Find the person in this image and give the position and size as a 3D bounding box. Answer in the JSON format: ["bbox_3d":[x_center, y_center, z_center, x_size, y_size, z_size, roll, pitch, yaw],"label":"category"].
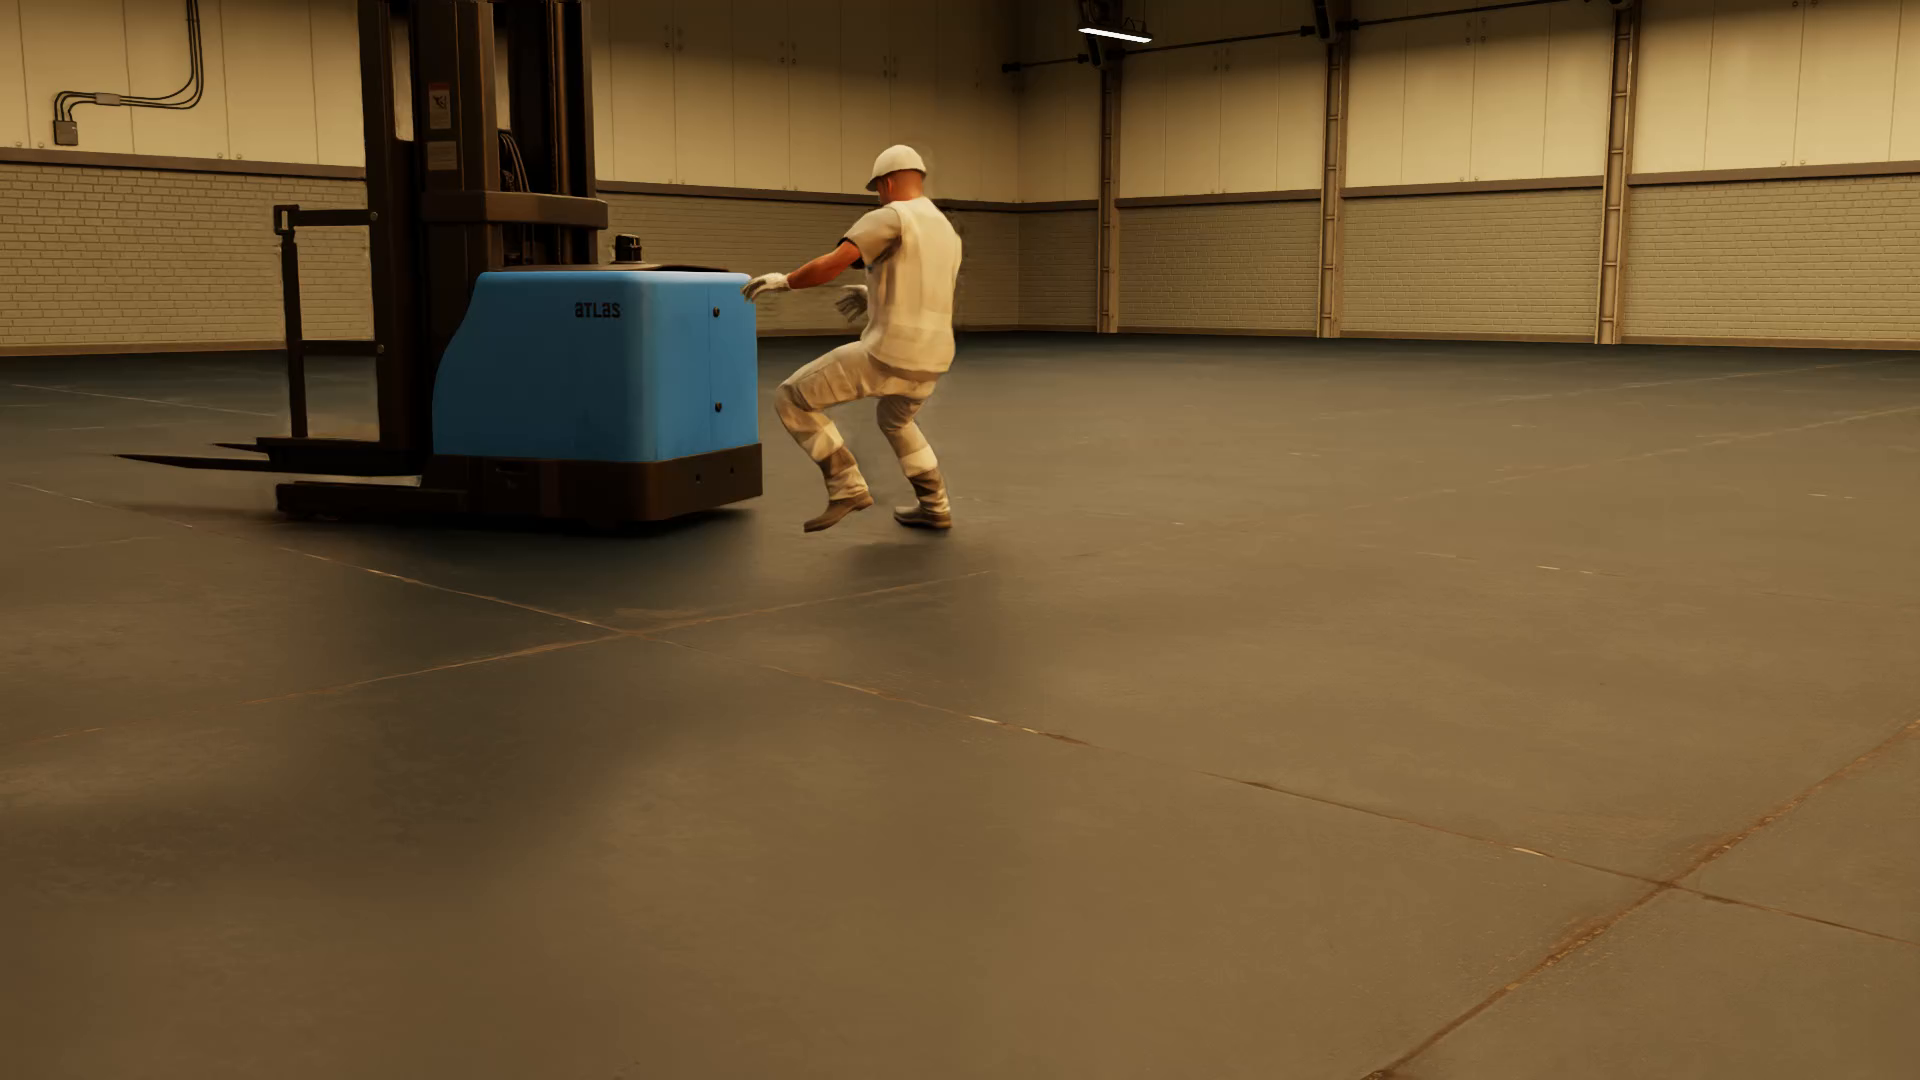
[{"bbox_3d":[-0.383,-0.783,6.672,0.787,1.569,0.978,7,11,37],"label":"person"}]

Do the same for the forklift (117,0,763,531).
[{"bbox_3d":[-2.474,-1.600,7.497,3.031,2.935,1.130,3,9,20],"label":"forklift"}]
